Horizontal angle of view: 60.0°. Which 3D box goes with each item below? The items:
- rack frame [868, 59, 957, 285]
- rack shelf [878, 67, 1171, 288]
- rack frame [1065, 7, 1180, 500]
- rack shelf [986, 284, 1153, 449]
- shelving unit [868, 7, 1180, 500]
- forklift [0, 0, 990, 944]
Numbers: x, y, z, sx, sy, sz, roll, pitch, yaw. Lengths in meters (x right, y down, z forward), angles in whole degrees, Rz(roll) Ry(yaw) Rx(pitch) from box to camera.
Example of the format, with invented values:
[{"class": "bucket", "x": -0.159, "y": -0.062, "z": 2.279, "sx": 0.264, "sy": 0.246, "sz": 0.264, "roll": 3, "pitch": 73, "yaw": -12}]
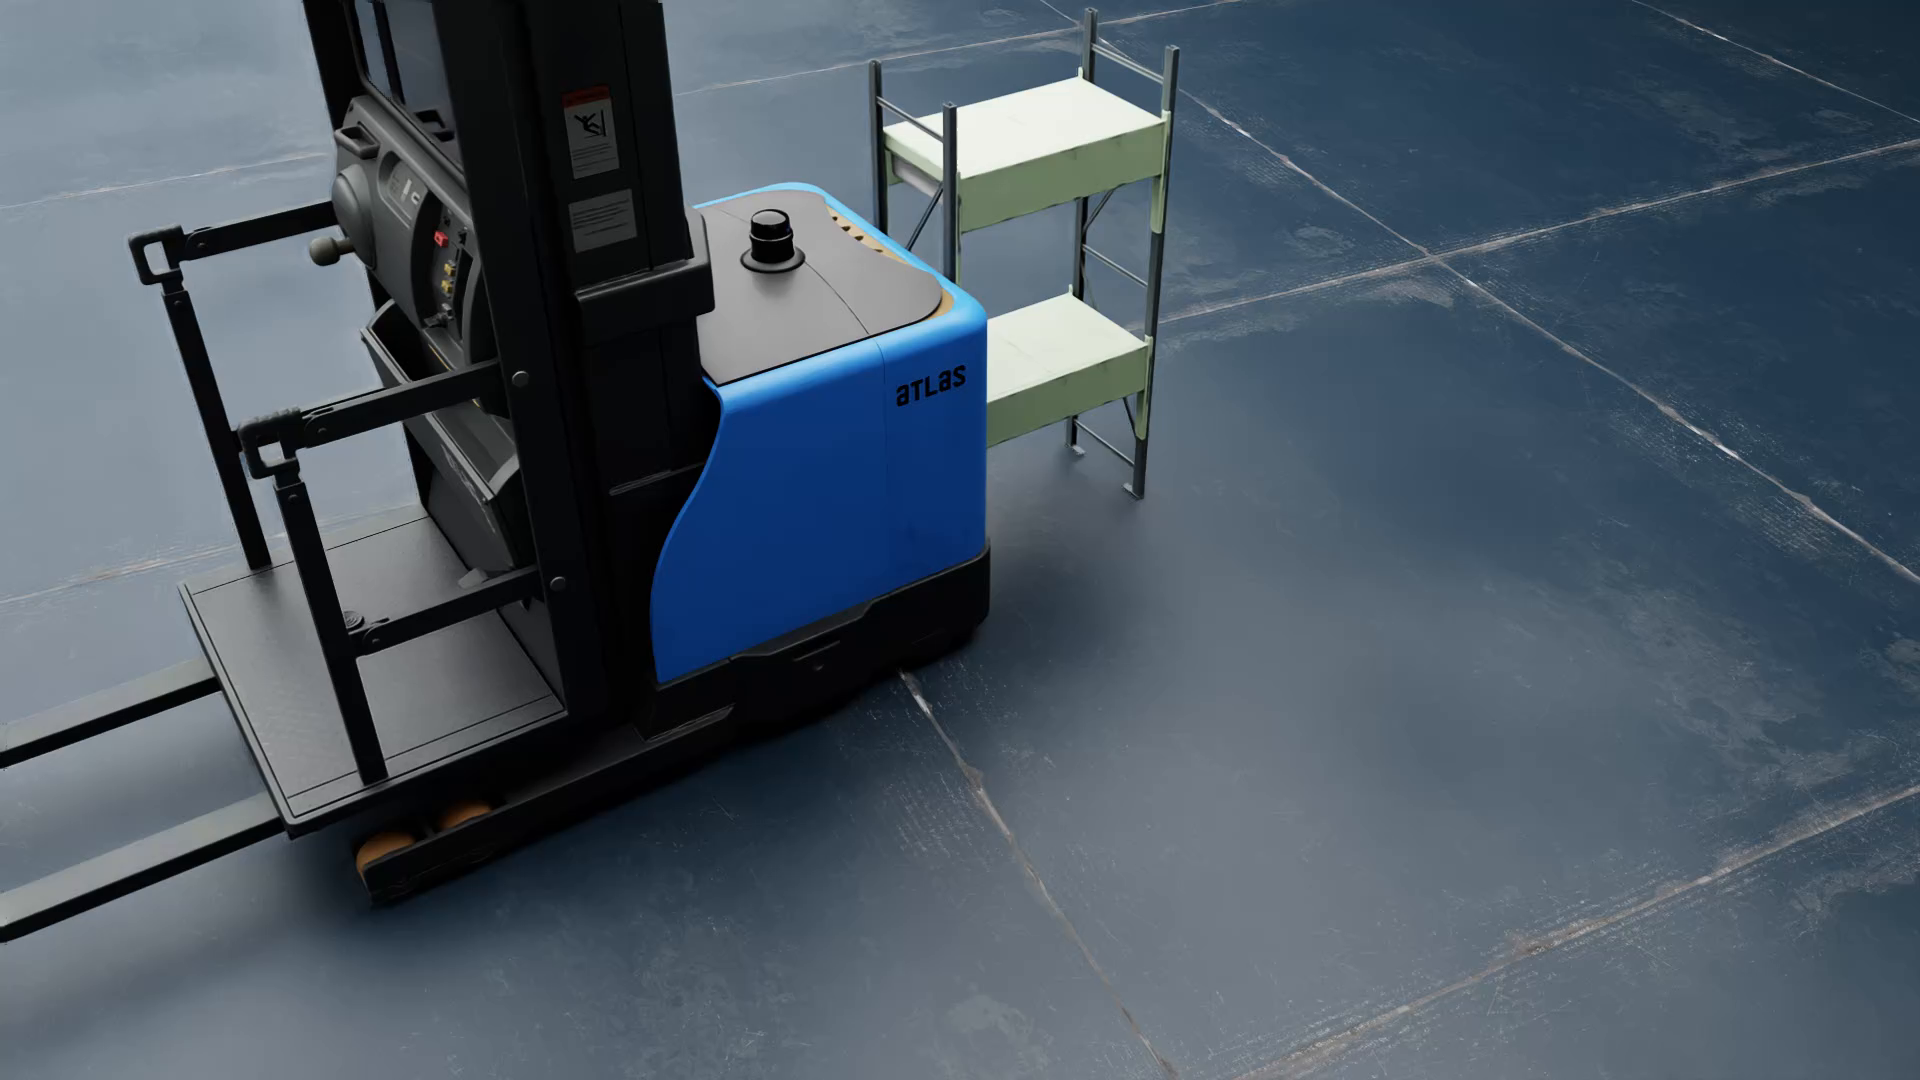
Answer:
[{"class": "rack frame", "x": -0.128, "y": -0.592, "z": 4.790, "sx": 0.023, "sy": 1.500, "sz": 0.400, "roll": -22, "pitch": 42, "yaw": -27}, {"class": "rack shelf", "x": 0.176, "y": -1.027, "z": 4.721, "sx": 0.720, "sy": 0.370, "sz": 0.431, "roll": -22, "pitch": 42, "yaw": -27}, {"class": "rack frame", "x": 0.480, "y": -0.835, "z": 5.117, "sx": 0.023, "sy": 1.500, "sz": 0.400, "roll": -22, "pitch": 42, "yaw": -27}, {"class": "rack shelf", "x": 0.176, "y": -0.452, "z": 5.148, "sx": 0.720, "sy": 0.370, "sz": 0.431, "roll": -22, "pitch": 42, "yaw": -27}, {"class": "shelving unit", "x": 0.176, "y": -0.714, "z": 4.954, "sx": 0.755, "sy": 1.500, "sz": 0.431, "roll": -22, "pitch": 42, "yaw": -27}, {"class": "forklift", "x": -1.425, "y": -0.664, "z": 3.685, "sx": 3.031, "sy": 2.935, "sz": 1.130, "roll": -22, "pitch": 42, "yaw": -26}]
